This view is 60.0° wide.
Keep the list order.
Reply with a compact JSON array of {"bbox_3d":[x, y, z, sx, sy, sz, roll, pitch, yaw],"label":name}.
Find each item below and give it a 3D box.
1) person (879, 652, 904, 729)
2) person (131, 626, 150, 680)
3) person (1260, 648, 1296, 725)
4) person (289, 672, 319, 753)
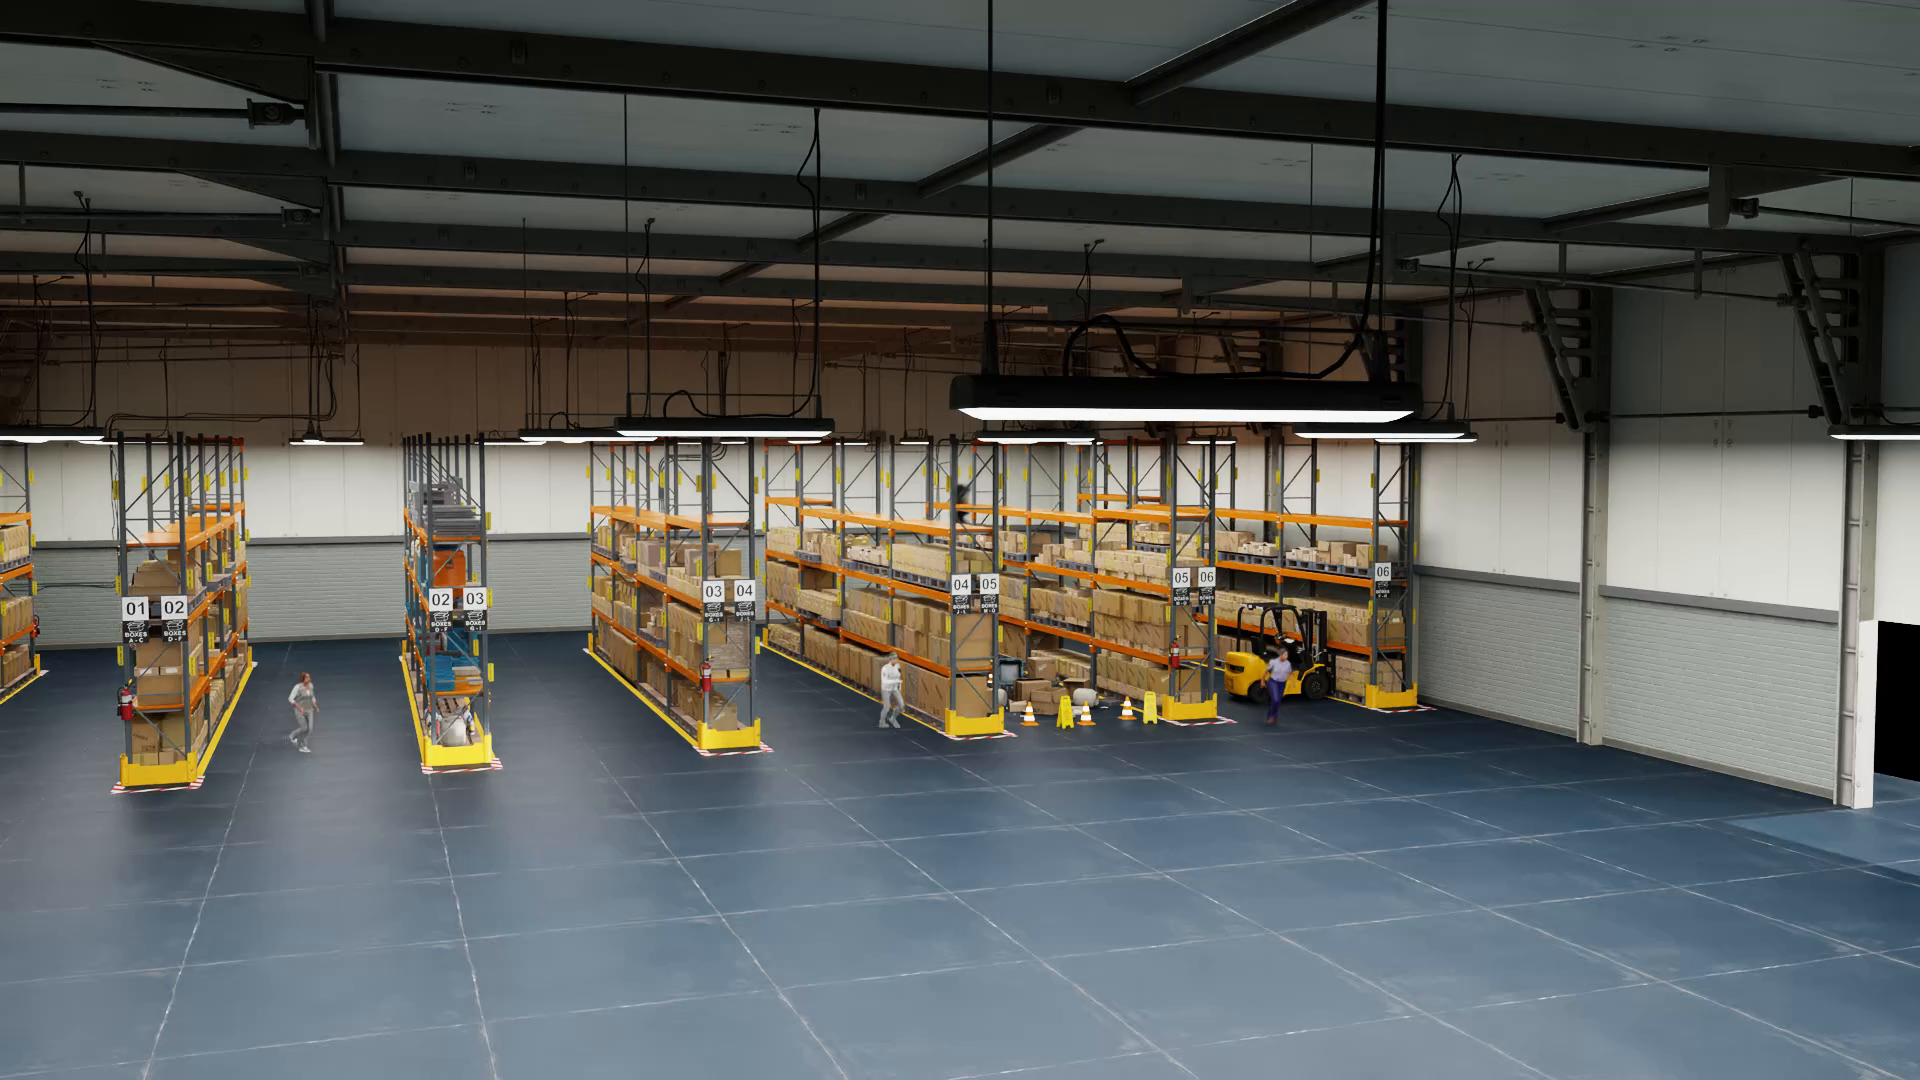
[{"bbox_3d":[-1.393,3.044,33.673,0.571,1.588,0.811,-2,4,-35],"label":"person"},{"bbox_3d":[-19.739,2.634,40.042,0.669,1.747,0.898,-2,4,-31],"label":"person"},{"bbox_3d":[6.580,3.009,34.381,0.585,1.590,0.710,-1,3,-21],"label":"person"},{"bbox_3d":[-12.396,3.230,31.292,0.575,1.534,0.539,2,4,36],"label":"person"}]
